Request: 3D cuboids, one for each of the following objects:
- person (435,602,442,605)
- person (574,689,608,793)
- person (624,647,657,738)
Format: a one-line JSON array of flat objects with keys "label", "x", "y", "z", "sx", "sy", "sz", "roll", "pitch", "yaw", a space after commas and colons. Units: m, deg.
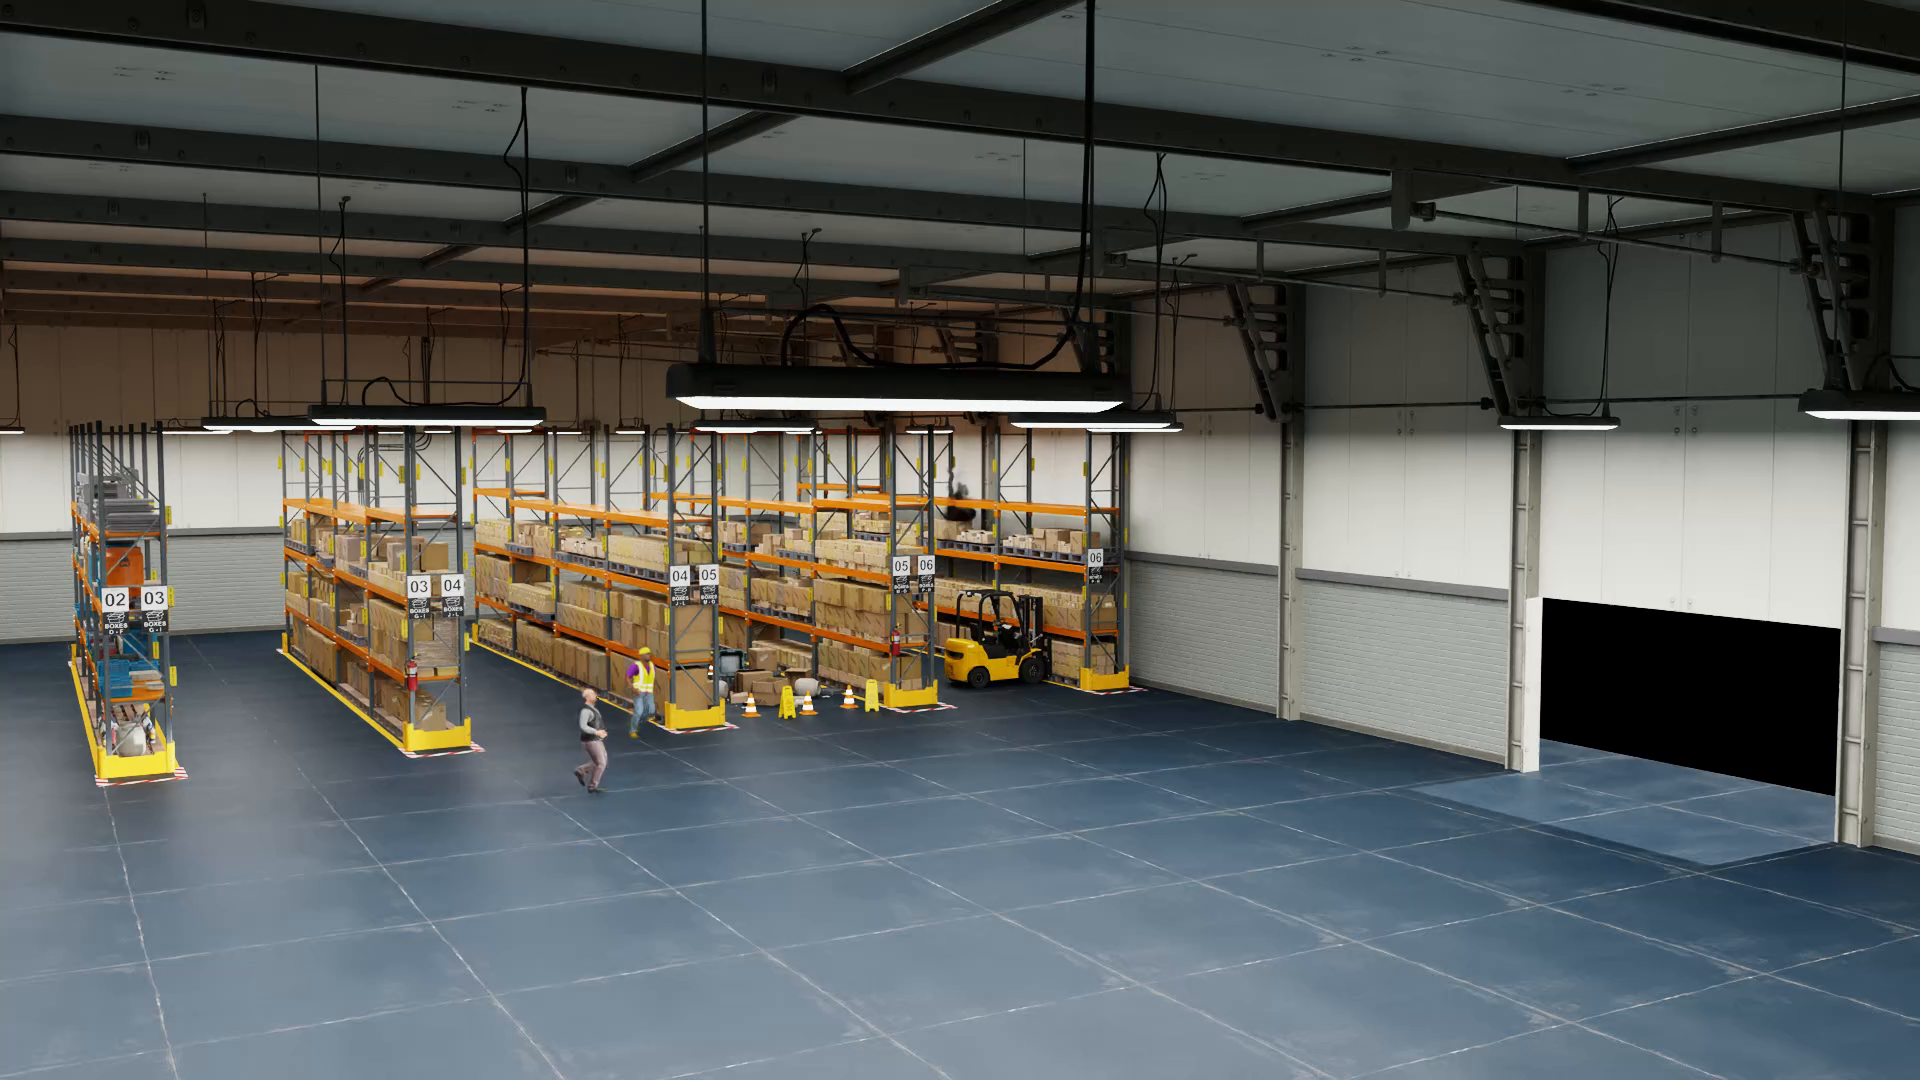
[{"label": "person", "x": -14.623, "y": 1.997, "z": 46.342, "sx": 0.742, "sy": 1.729, "sz": 0.836, "roll": 1, "pitch": 4, "yaw": 16}, {"label": "person", "x": -5.938, "y": 3.230, "z": 26.758, "sx": 0.609, "sy": 1.672, "sz": 0.657, "roll": 0, "pitch": 4, "yaw": -2}, {"label": "person", "x": -6.056, "y": 2.909, "z": 31.831, "sx": 0.754, "sy": 1.702, "sz": 0.530, "roll": -3, "pitch": 5, "yaw": -45}]
